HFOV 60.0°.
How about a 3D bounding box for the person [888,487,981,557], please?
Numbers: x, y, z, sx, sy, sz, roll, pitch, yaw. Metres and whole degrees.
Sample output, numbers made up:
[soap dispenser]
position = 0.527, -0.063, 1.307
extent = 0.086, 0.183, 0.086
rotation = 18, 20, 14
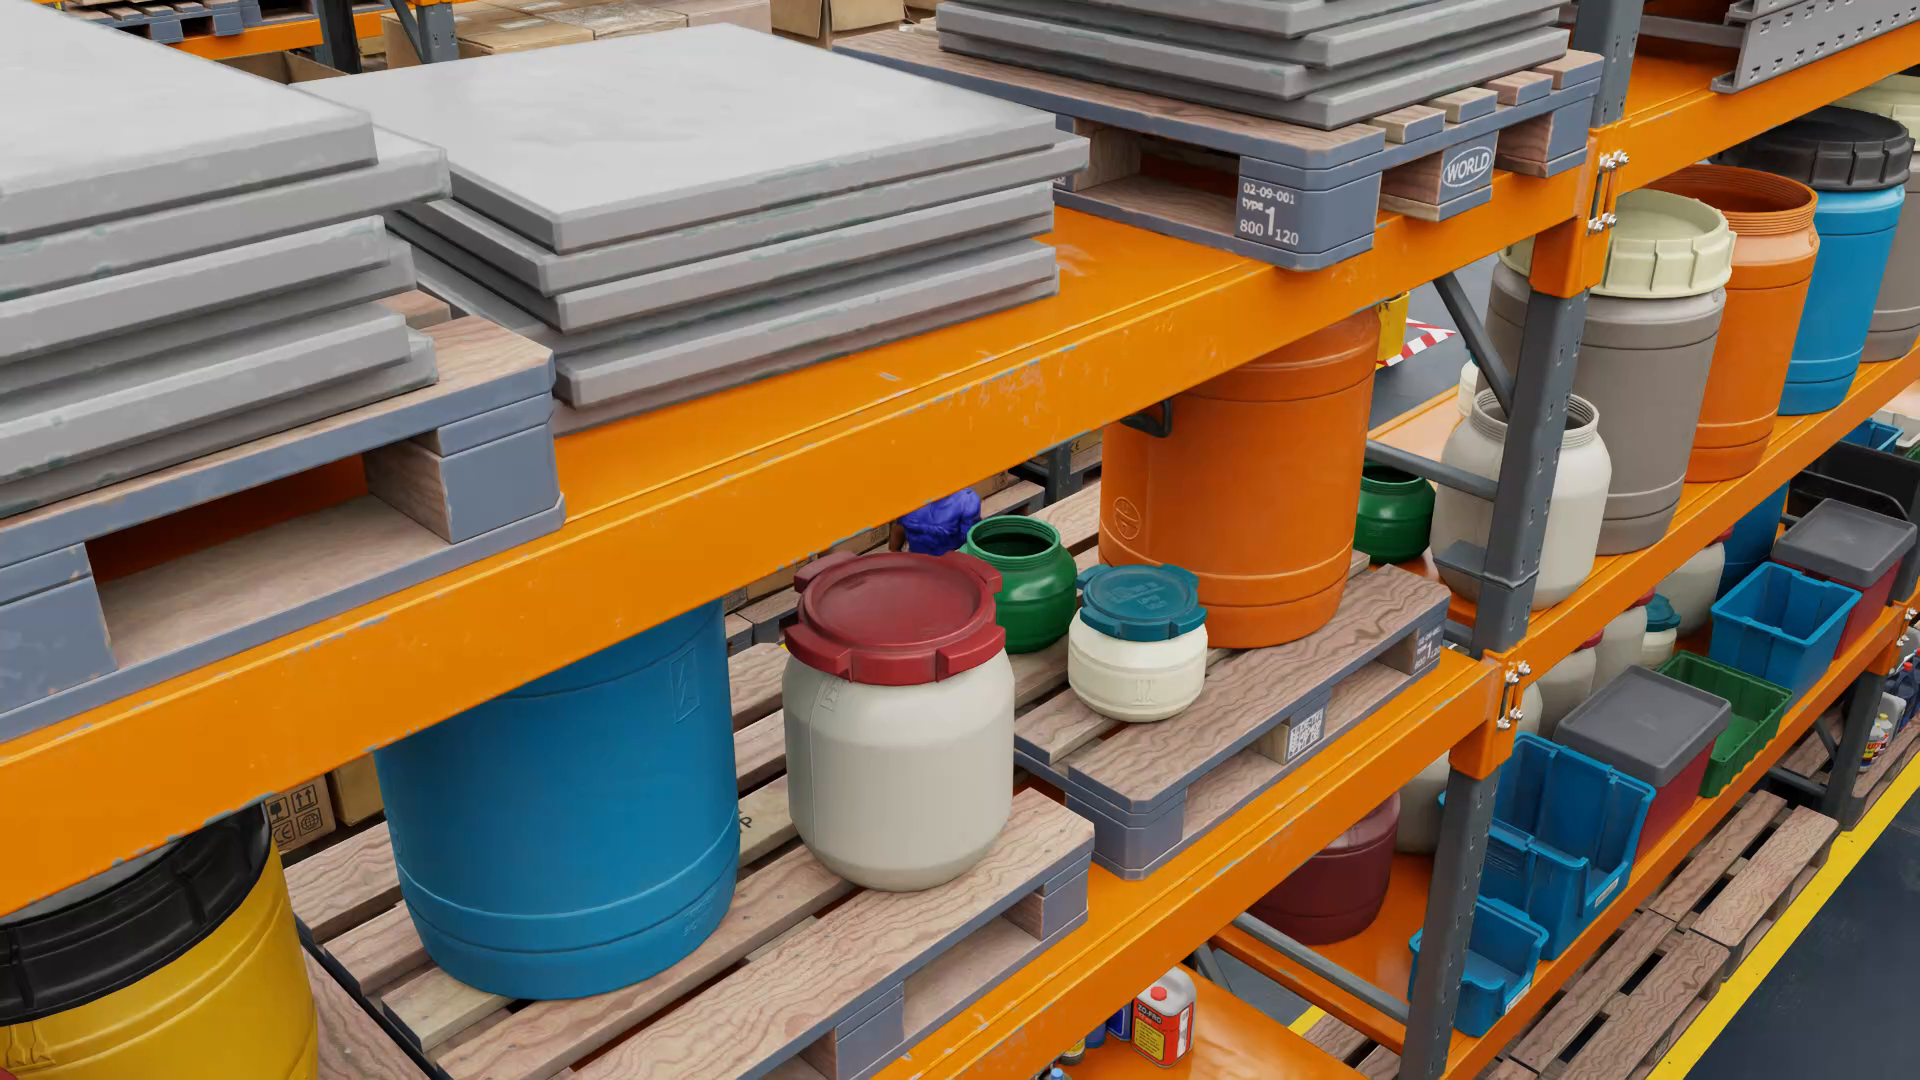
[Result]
[person]
position = -0.154, 0.178, 8.474
extent = 0.563, 1.583, 0.414
rotation = 12, 30, 21
